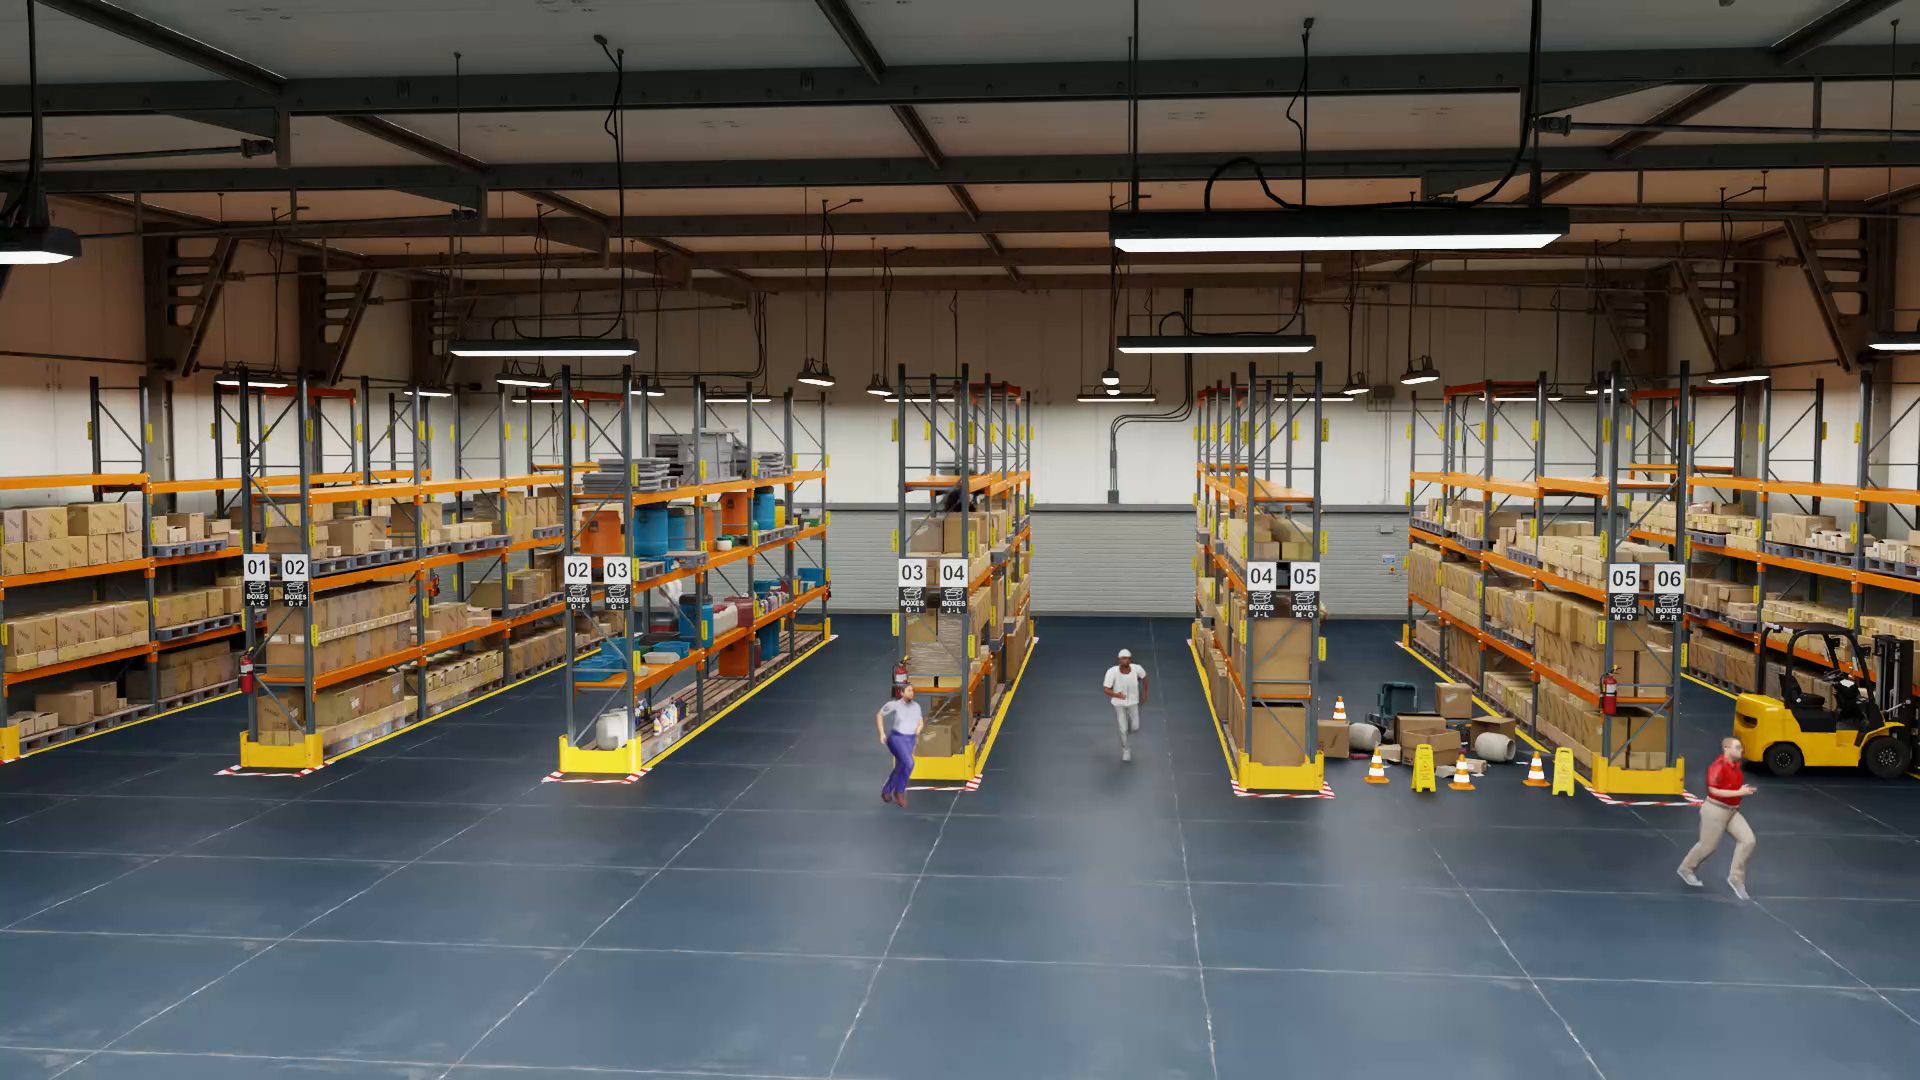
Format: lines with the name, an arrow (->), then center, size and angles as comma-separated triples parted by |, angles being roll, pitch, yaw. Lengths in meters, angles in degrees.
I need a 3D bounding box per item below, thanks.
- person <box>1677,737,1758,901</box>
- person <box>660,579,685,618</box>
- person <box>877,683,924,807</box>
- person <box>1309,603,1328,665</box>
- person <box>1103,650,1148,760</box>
person -> 8.228, 3.001, 18.039 | 0.687, 1.780, 0.877 | -3, 5, -38
person -> -7.065, 1.514, 41.067 | 0.716, 1.725, 0.626 | -3, 5, -41
person -> -0.743, 2.741, 22.459 | 0.593, 1.599, 0.661 | -3, 5, -42
person -> 7.556, 1.899, 35.630 | 0.579, 1.667, 0.867 | 0, 4, 0
person -> 2.565, 2.521, 25.472 | 0.748, 1.712, 0.657 | -1, 4, -10
